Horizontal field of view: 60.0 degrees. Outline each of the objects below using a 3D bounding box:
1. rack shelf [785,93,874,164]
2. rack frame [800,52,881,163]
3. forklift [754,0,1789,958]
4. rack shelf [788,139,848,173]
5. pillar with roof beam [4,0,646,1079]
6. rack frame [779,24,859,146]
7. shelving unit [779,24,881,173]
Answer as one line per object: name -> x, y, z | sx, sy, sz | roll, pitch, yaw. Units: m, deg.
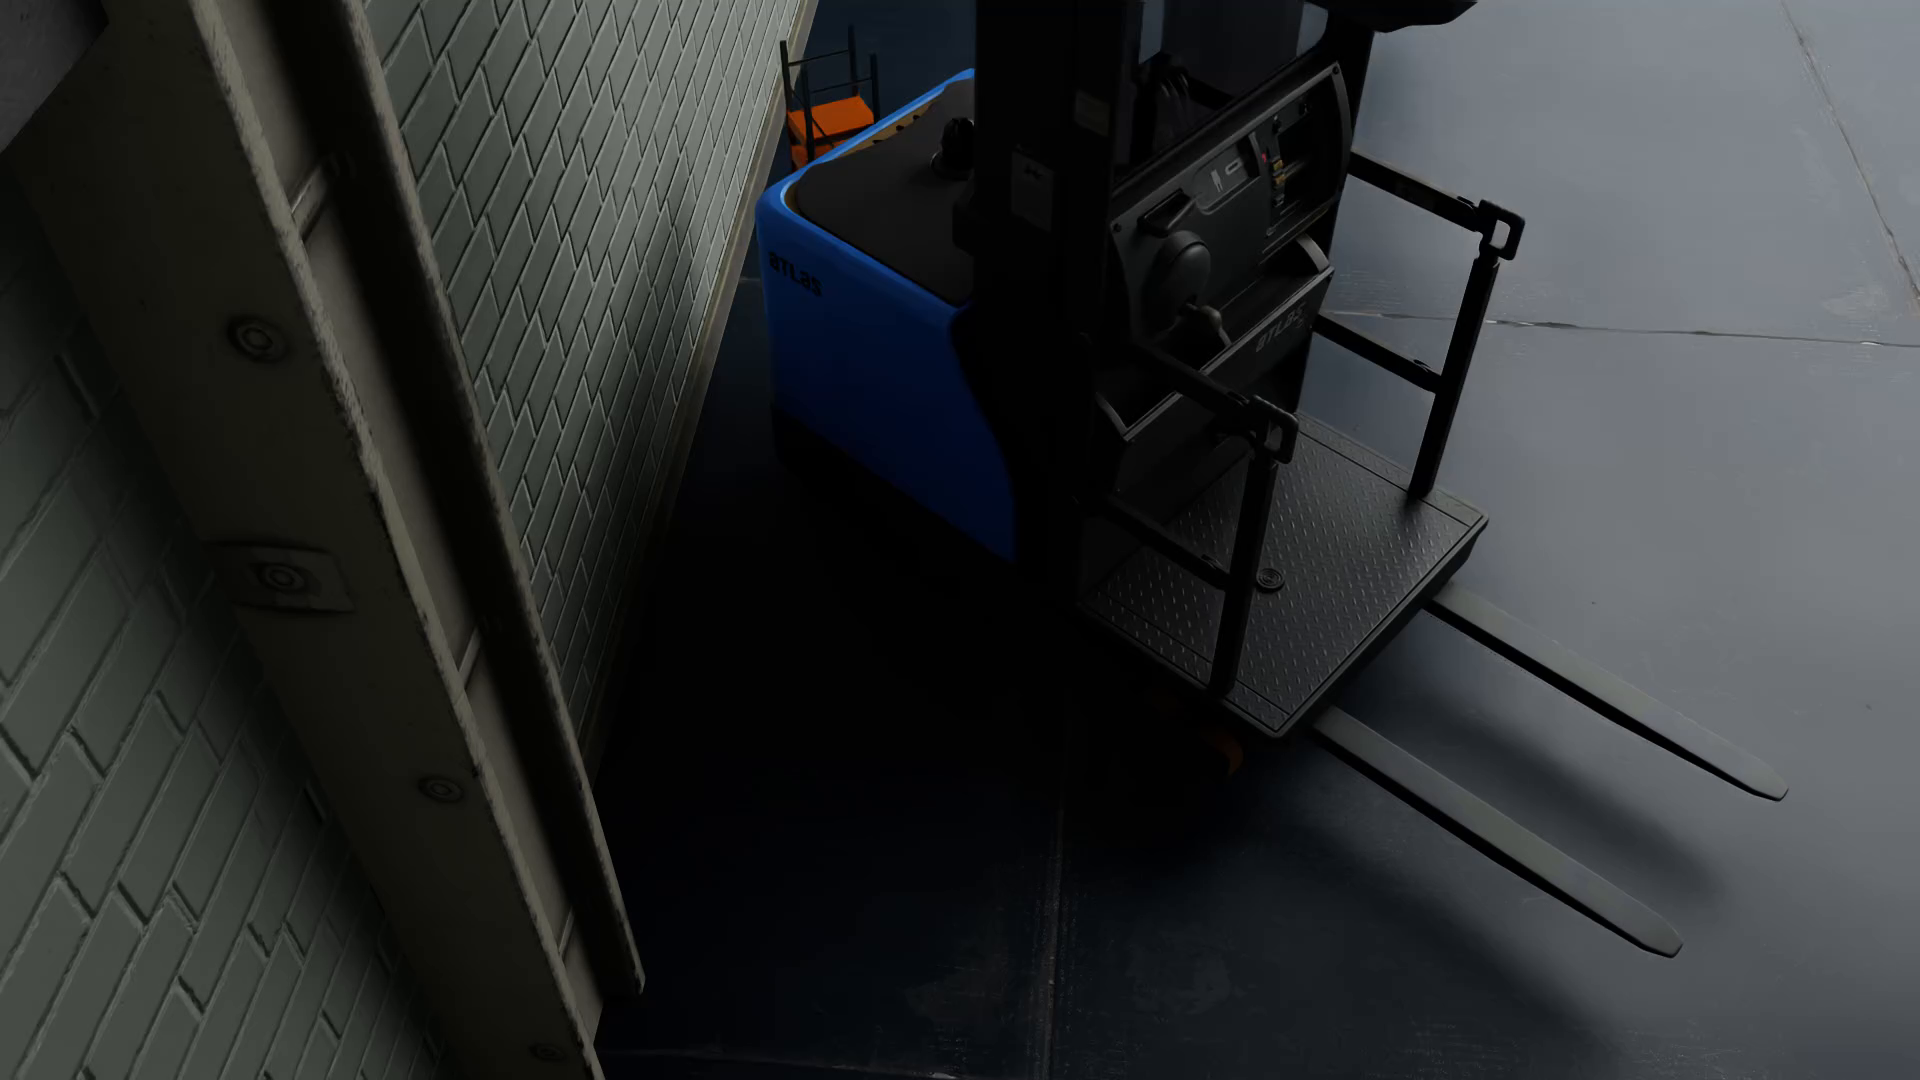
rack shelf -> -0.391, -1.275, 5.171 | 0.258, 0.103, 0.180 | -18, 48, -16
rack frame -> -0.349, -0.995, 5.337 | 0.240, 1.200, 0.006 | -18, 48, -16
forklift -> 0.830, -0.761, 3.960 | 3.031, 2.935, 1.130 | 34, 56, 27
rack shelf -> -0.389, -1.191, 5.257 | 0.258, 0.103, 0.180 | -18, 48, -16
pillar with roof beam -> 3.316, -1.504, 0.527 | 9.100, 9.000, 0.400 | 4, 48, 4
rack frame -> -0.423, -1.113, 5.455 | 0.240, 1.200, 0.006 | -18, 48, -16
shelving unit -> -0.386, -1.054, 5.396 | 0.258, 1.200, 0.189 | -18, 48, -16
